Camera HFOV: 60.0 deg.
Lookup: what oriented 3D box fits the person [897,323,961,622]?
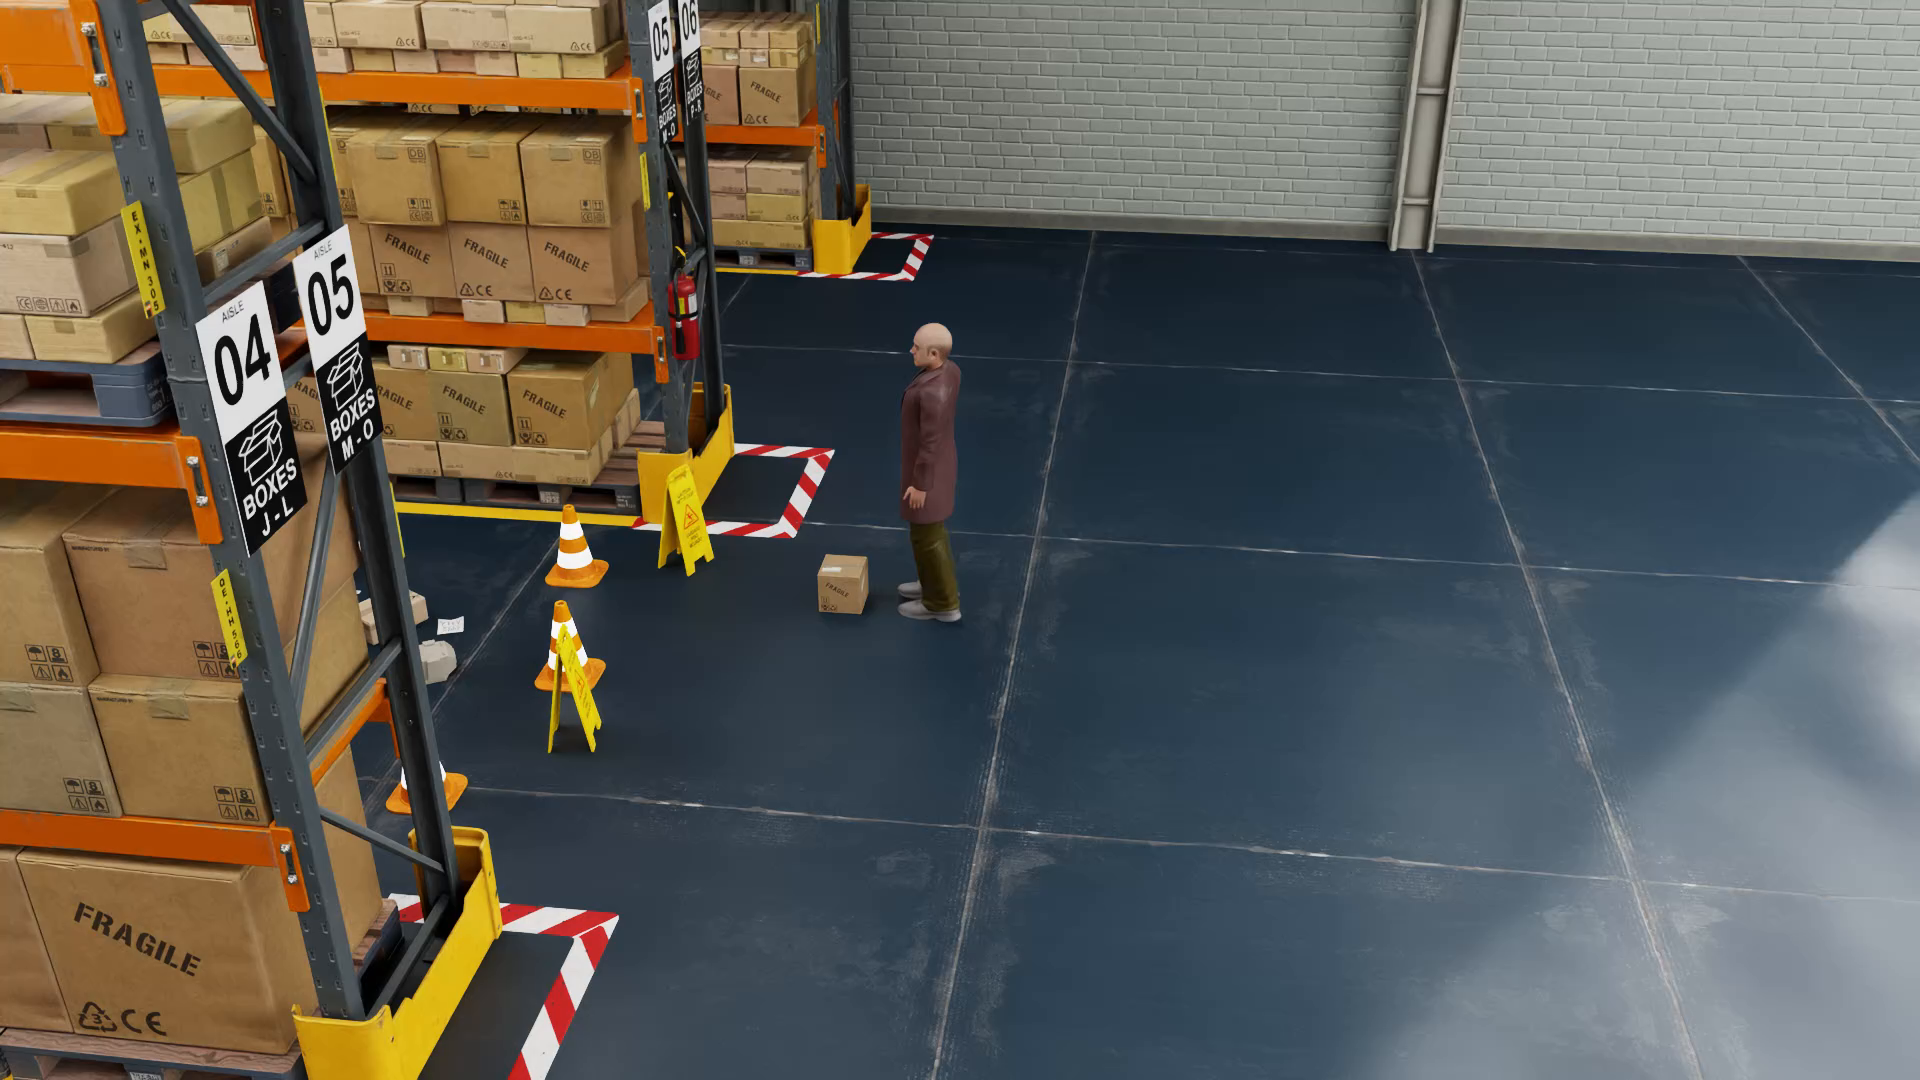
[{"bbox_3d":[-0.186,-0.378,9.357,0.412,1.781,0.560,4,28,7],"label":"person"}]
